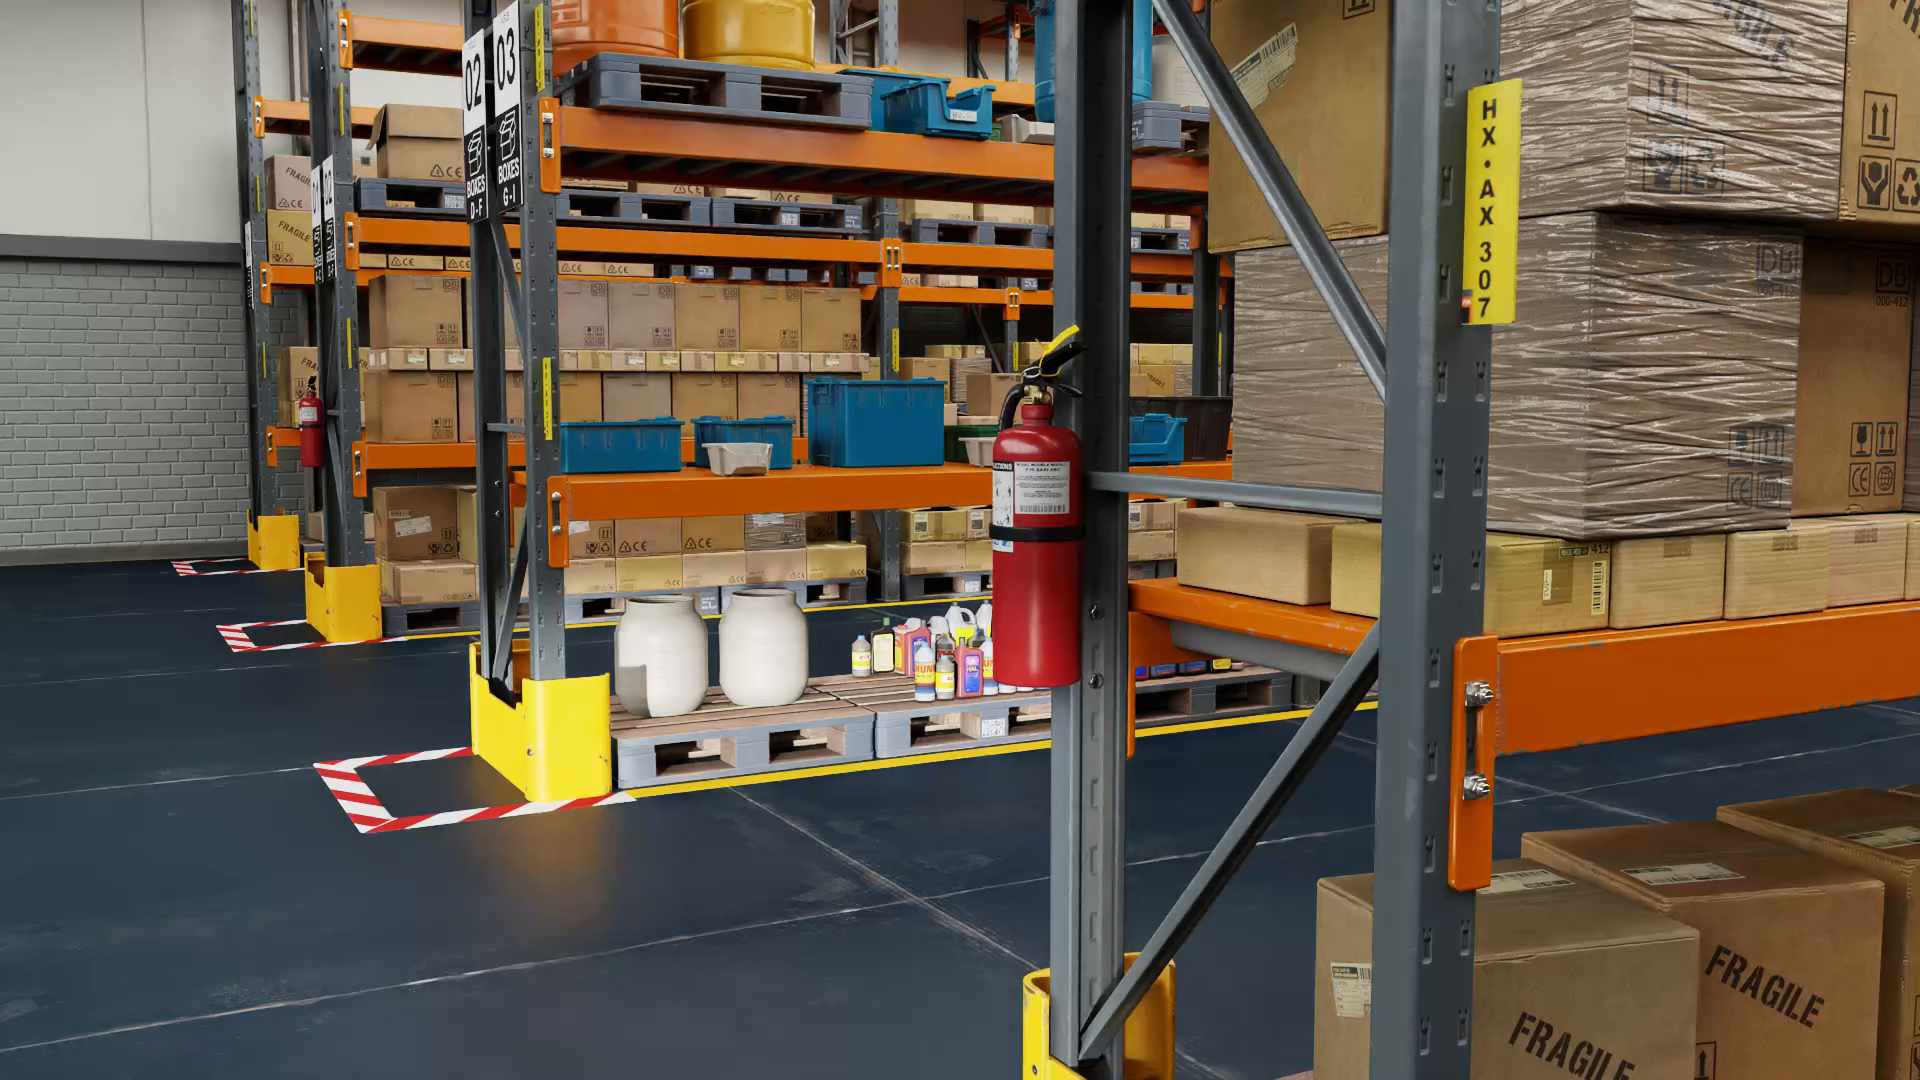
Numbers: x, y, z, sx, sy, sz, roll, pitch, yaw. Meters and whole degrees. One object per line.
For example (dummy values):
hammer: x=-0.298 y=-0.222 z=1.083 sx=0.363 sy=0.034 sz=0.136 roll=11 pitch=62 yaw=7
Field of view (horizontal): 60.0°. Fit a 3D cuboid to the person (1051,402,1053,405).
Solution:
person: x=0.552 y=-0.118 z=11.024 sx=0.348 sy=1.590 sz=0.471 roll=-3 pitch=6 yaw=-31
